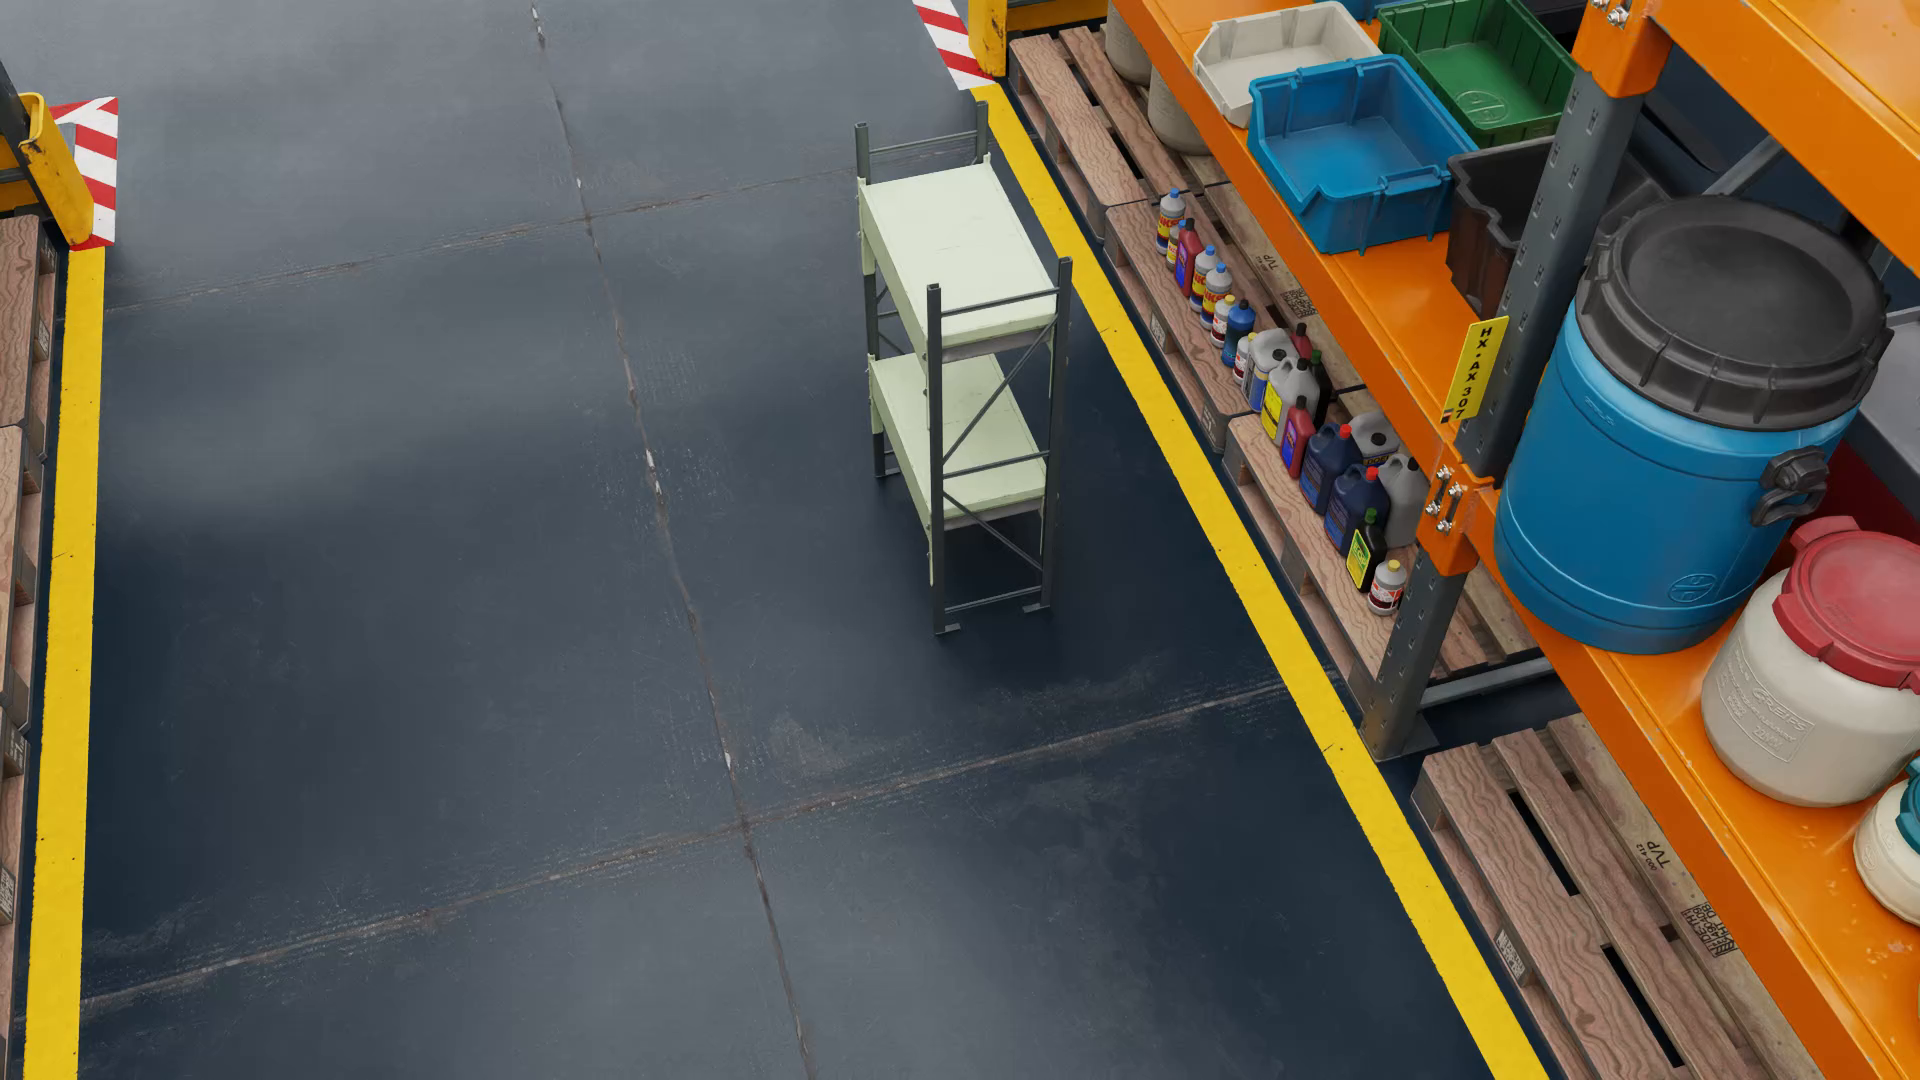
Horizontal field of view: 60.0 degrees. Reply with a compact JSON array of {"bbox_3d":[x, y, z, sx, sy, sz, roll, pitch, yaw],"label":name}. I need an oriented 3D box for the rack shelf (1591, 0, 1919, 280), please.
[{"bbox_3d":[2.338,0.299,2.045,1.077,0.370,4.000,-13,51,-11],"label":"rack shelf"}]

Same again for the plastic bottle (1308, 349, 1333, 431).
[{"bbox_3d":[1.219,-0.516,5.712,0.061,0.283,0.133,-13,51,-11],"label":"plastic bottle"}]

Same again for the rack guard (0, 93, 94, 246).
[{"bbox_3d":[-4.145,-1.367,6.576,1.175,0.500,0.348,-13,51,-11],"label":"rack guard"}]

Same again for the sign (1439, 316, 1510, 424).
[{"bbox_3d":[1.218,-0.400,3.944,0.100,0.325,0.005,-13,51,-11],"label":"sign"}]

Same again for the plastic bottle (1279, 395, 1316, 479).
[{"bbox_3d":[1.136,-0.348,5.570,0.061,0.283,0.133,-10,51,-9],"label":"plastic bottle"}]

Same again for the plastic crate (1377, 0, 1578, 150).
[{"bbox_3d":[1.615,-1.414,5.119,0.450,0.188,0.662,-13,51,-11],"label":"plastic crate"}]

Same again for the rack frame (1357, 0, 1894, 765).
[{"bbox_3d":[1.747,-0.427,4.148,1.000,3.000,0.127,-13,51,-11],"label":"rack frame"}]

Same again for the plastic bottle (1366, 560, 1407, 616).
[{"bbox_3d":[1.342,0.139,5.214,0.097,0.201,0.097,0,50,0],"label":"plastic bottle"}]

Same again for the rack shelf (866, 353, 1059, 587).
[{"bbox_3d":[-0.002,-0.278,5.430,0.431,0.370,0.720,-13,51,-11],"label":"rack shelf"}]

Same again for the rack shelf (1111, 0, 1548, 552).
[{"bbox_3d":[1.155,-1.656,5.654,1.077,0.370,4.000,-13,51,-11],"label":"rack shelf"}]

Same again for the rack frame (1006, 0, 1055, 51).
[{"bbox_3d":[0.564,-3.348,6.611,1.000,3.000,0.127,-13,51,-11],"label":"rack frame"}]

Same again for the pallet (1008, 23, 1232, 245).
[{"bbox_3d":[0.866,-1.810,7.138,1.003,0.211,1.213,-13,51,-11],"label":"pallet"}]

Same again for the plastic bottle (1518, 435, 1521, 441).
[{"bbox_3d":[1.904,-0.398,5.569,0.144,0.351,0.185,-12,51,-10],"label":"plastic bottle"}]

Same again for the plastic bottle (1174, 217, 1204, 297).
[{"bbox_3d":[0.852,-1.050,6.163,0.061,0.283,0.133,-13,51,-10],"label":"plastic bottle"}]

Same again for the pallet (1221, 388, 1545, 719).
[{"bbox_3d":[1.588,-0.028,5.636,1.003,0.211,1.213,-13,51,-11],"label":"pallet"}]

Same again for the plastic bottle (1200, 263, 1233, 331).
[{"bbox_3d":[0.933,-0.893,6.037,0.097,0.271,0.097,0,50,0],"label":"plastic bottle"}]

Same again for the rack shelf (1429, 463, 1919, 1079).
[{"bbox_3d":[2.338,1.266,3.192,1.077,0.370,4.000,-13,51,-11],"label":"rack shelf"}]

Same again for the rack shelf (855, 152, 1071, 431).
[{"bbox_3d":[-0.002,-0.740,4.882,0.431,0.370,0.720,-13,51,-11],"label":"rack shelf"}]

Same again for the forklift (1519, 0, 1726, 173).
[{"bbox_3d":[2.347,-3.336,6.645,1.130,2.935,3.031,-13,51,-11],"label":"forklift"}]

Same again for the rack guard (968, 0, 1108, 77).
[{"bbox_3d":[0.631,-2.498,7.529,1.175,0.500,0.348,-13,51,-11],"label":"rack guard"}]

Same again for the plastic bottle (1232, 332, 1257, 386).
[{"bbox_3d":[1.023,-0.648,5.877,0.097,0.201,0.097,0,50,0],"label":"plastic bottle"}]

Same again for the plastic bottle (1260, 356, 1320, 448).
[{"bbox_3d":[1.129,-0.496,5.651,0.144,0.351,0.185,-14,51,-11],"label":"plastic bottle"}]

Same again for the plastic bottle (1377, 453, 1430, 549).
[{"bbox_3d":[1.419,-0.153,5.362,0.144,0.351,0.185,-13,51,-11],"label":"plastic bottle"}]

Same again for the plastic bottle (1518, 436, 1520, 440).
[{"bbox_3d":[1.767,-0.366,5.541,0.144,0.351,0.185,-13,51,-11],"label":"plastic bottle"}]

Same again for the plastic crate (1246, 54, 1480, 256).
[{"bbox_3d":[1.160,-1.126,4.834,0.499,0.251,0.616,-13,51,-11],"label":"plastic crate"}]

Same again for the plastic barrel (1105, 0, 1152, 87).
[{"bbox_3d":[0.831,-2.218,7.011,0.421,0.512,0.421,0,50,0],"label":"plastic barrel"}]

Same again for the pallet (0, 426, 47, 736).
[{"bbox_3d":[-3.582,0.217,5.429,1.003,0.211,1.213,-13,51,-11],"label":"pallet"}]

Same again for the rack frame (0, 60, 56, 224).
[{"bbox_3d":[-4.168,-2.228,5.667,1.000,3.000,0.127,-13,51,-11],"label":"rack frame"}]

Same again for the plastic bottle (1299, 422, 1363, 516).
[{"bbox_3d":[1.224,-0.260,5.452,0.144,0.351,0.185,-16,52,-13],"label":"plastic bottle"}]

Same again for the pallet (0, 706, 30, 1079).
[{"bbox_3d":[-3.217,1.109,4.677,1.003,0.211,1.213,-13,51,-11],"label":"pallet"}]

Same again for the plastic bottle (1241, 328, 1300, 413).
[{"bbox_3d":[1.084,-0.592,5.781,0.152,0.276,0.135,-12,51,-10],"label":"plastic bottle"}]

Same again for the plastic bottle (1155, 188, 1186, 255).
[{"bbox_3d":[0.802,-1.216,6.310,0.097,0.271,0.097,0,50,0],"label":"plastic bottle"}]

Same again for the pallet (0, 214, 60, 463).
[{"bbox_3d":[-3.939,-0.673,6.179,1.003,0.211,1.213,-13,51,-11],"label":"pallet"}]

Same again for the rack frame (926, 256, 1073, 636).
[{"bbox_3d":[0.106,-0.221,4.955,0.400,1.500,0.023,-13,51,-11],"label":"rack frame"}]

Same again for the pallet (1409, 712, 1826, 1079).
[{"bbox_3d":[2.016,1.037,4.738,1.003,0.211,1.213,-13,51,-11],"label":"pallet"}]

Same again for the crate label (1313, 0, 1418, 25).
[{"bbox_3d":[1.367,-2.077,5.516,0.502,0.435,0.616,-13,51,-11],"label":"crate label"}]

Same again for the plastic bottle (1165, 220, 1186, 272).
[{"bbox_3d":[0.833,-1.118,6.273,0.097,0.201,0.097,0,50,0],"label":"plastic bottle"}]

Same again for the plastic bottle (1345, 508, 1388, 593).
[{"bbox_3d":[1.289,0.030,5.252,0.061,0.283,0.133,-11,51,-9],"label":"plastic bottle"}]

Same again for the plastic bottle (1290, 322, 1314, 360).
[{"bbox_3d":[1.186,-0.618,5.798,0.061,0.283,0.133,-13,51,-11],"label":"plastic bottle"}]

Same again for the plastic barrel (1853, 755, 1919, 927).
[{"bbox_3d":[1.992,0.619,3.357,0.301,0.262,0.301,0,50,0],"label":"plastic barrel"}]

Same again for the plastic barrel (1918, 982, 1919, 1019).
[{"bbox_3d":[2.037,0.814,3.013,0.433,0.535,0.433,0,50,0],"label":"plastic barrel"}]

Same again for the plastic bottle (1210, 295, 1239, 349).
[{"bbox_3d":[0.963,-0.798,6.003,0.097,0.201,0.097,0,50,0],"label":"plastic bottle"}]

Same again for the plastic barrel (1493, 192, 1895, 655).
[{"bbox_3d":[1.572,-0.238,3.661,0.600,0.901,0.708,-13,51,-11],"label":"plastic barrel"}]

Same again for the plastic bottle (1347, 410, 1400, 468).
[{"bbox_3d":[1.358,-0.288,5.525,0.152,0.276,0.135,-13,51,-11],"label":"plastic bottle"}]

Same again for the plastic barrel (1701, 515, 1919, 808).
[{"bbox_3d":[1.820,0.278,3.465,0.433,0.535,0.433,0,50,0],"label":"plastic barrel"}]

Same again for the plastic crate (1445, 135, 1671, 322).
[{"bbox_3d":[1.713,-0.818,4.518,0.767,0.338,0.504,-13,51,-11],"label":"plastic crate"}]

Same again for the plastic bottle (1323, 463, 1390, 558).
[{"bbox_3d":[1.281,-0.120,5.334,0.144,0.351,0.185,-15,51,-12],"label":"plastic bottle"}]

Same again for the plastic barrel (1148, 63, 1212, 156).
[{"bbox_3d":[0.980,-1.852,6.702,0.421,0.512,0.421,0,50,0],"label":"plastic barrel"}]

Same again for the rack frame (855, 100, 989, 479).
[{"bbox_3d":[-0.110,-0.756,5.406,0.400,1.500,0.023,-13,51,-11],"label":"rack frame"}]

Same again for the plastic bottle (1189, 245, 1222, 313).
[{"bbox_3d":[0.904,-0.966,6.099,0.097,0.271,0.097,0,50,0],"label":"plastic bottle"}]

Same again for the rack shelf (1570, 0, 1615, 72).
[{"bbox_3d":[1.155,-2.623,4.508,1.077,0.370,4.000,-13,51,-11],"label":"rack shelf"}]

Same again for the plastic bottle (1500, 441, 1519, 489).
[{"bbox_3d":[1.848,-0.230,5.471,0.061,0.283,0.133,-13,51,-11],"label":"plastic bottle"}]

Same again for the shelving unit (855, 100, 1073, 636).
[{"bbox_3d":[-0.002,-0.488,5.181,0.431,1.500,0.755,-13,51,-11],"label":"shelving unit"}]

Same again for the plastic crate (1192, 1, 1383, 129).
[{"bbox_3d":[1.025,-1.471,5.200,0.530,0.136,0.437,-13,51,-11],"label":"plastic crate"}]

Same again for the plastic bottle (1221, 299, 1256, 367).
[{"bbox_3d":[0.993,-0.745,5.913,0.097,0.271,0.097,0,50,0],"label":"plastic bottle"}]

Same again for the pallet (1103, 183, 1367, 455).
[{"bbox_3d":[1.224,-0.921,6.388,1.003,0.211,1.213,-13,51,-11],"label":"pallet"}]

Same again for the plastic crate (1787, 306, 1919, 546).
[{"bbox_3d":[2.182,-0.163,3.884,0.402,0.464,0.583,-13,51,-11],"label":"plastic crate"}]
